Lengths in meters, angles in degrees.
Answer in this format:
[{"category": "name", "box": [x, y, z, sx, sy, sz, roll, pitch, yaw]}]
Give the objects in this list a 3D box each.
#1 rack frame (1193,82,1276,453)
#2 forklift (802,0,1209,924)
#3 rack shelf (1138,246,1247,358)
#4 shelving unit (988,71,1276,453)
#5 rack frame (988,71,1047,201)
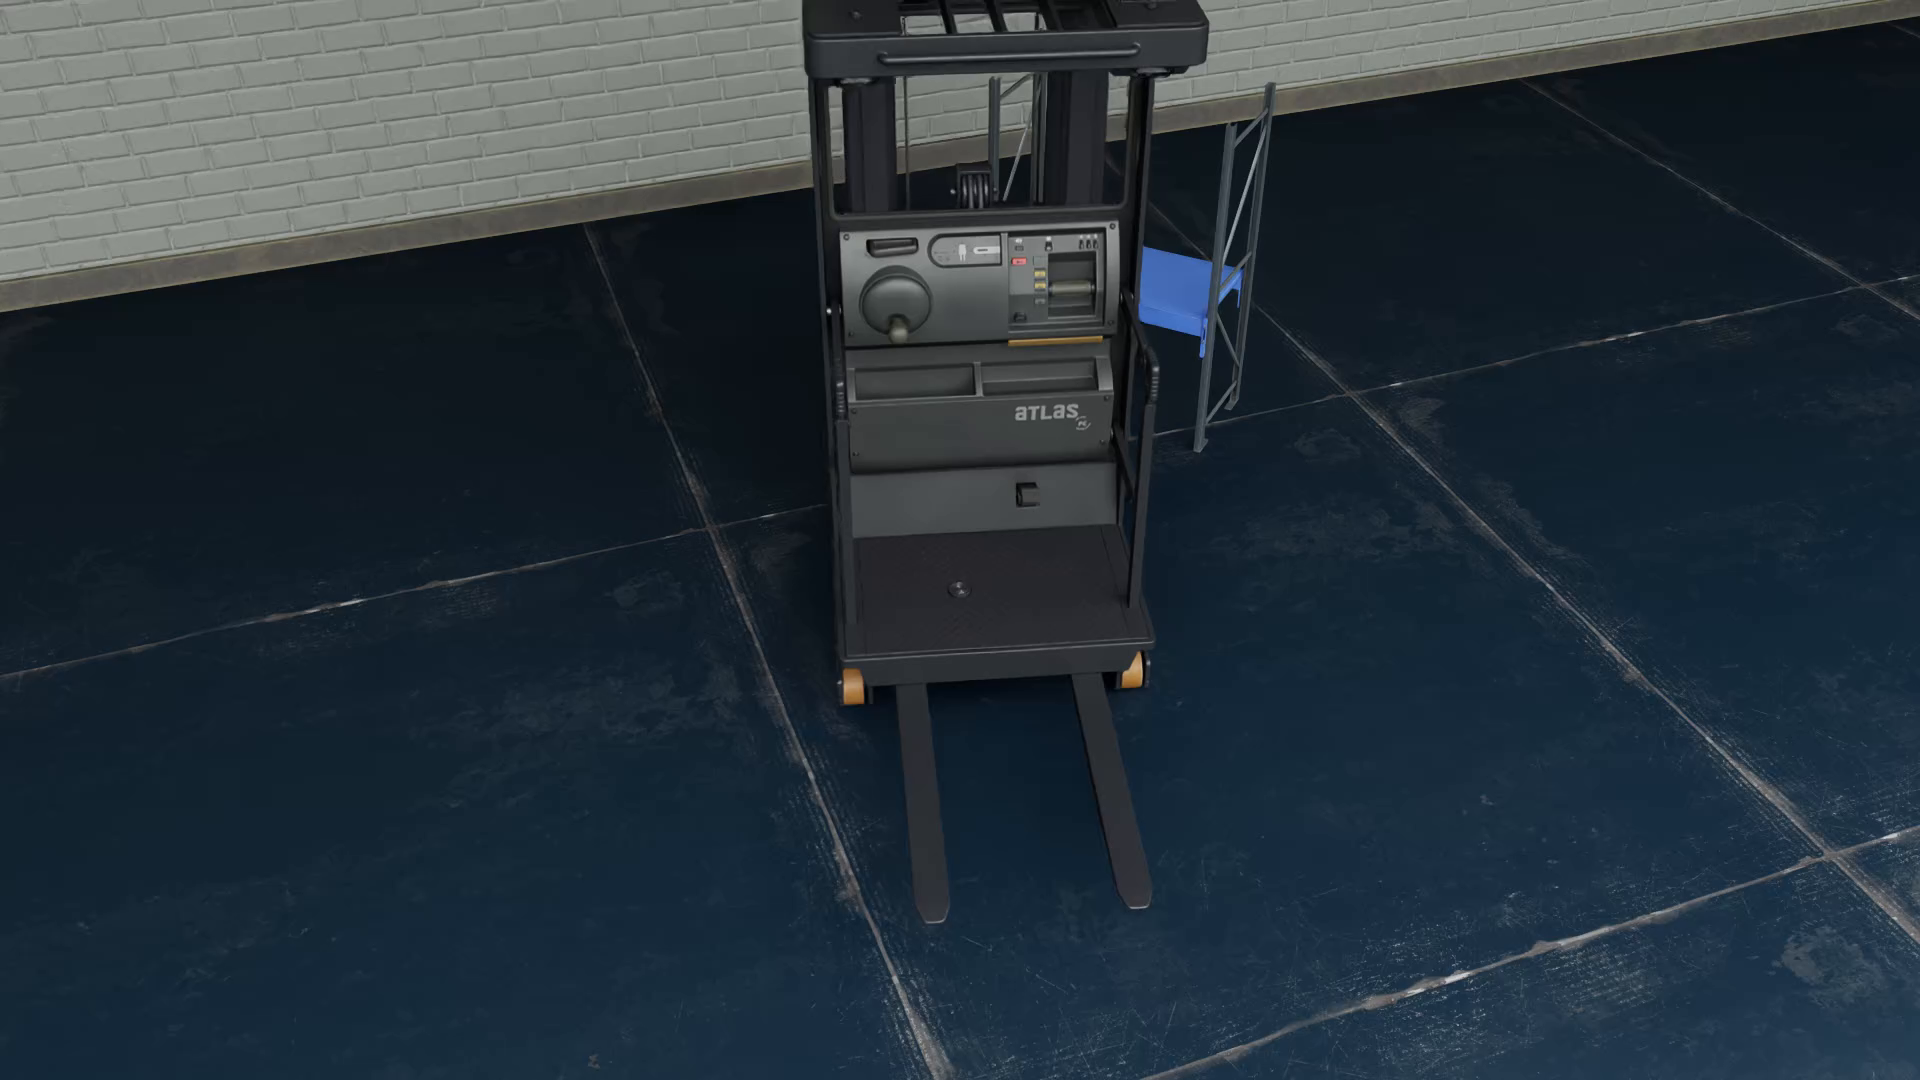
[{"category": "rack frame", "box": [1.146, -1.114, 6.983, 0.032, 1.500, 0.500, 17, 40, 22]}, {"category": "forklift", "box": [0.090, -0.792, 5.365, 1.130, 2.935, 3.031, -3, 37, -4]}, {"category": "rack shelf", "box": [0.696, -1.113, 7.279, 1.000, 0.185, 0.538, 17, 40, 22]}, {"category": "shelving unit", "box": [0.696, -1.256, 7.171, 1.048, 1.500, 0.538, 17, 40, 22]}, {"category": "rack frame", "box": [0.245, -1.398, 7.359, 0.032, 1.500, 0.500, 17, 40, 22]}]
